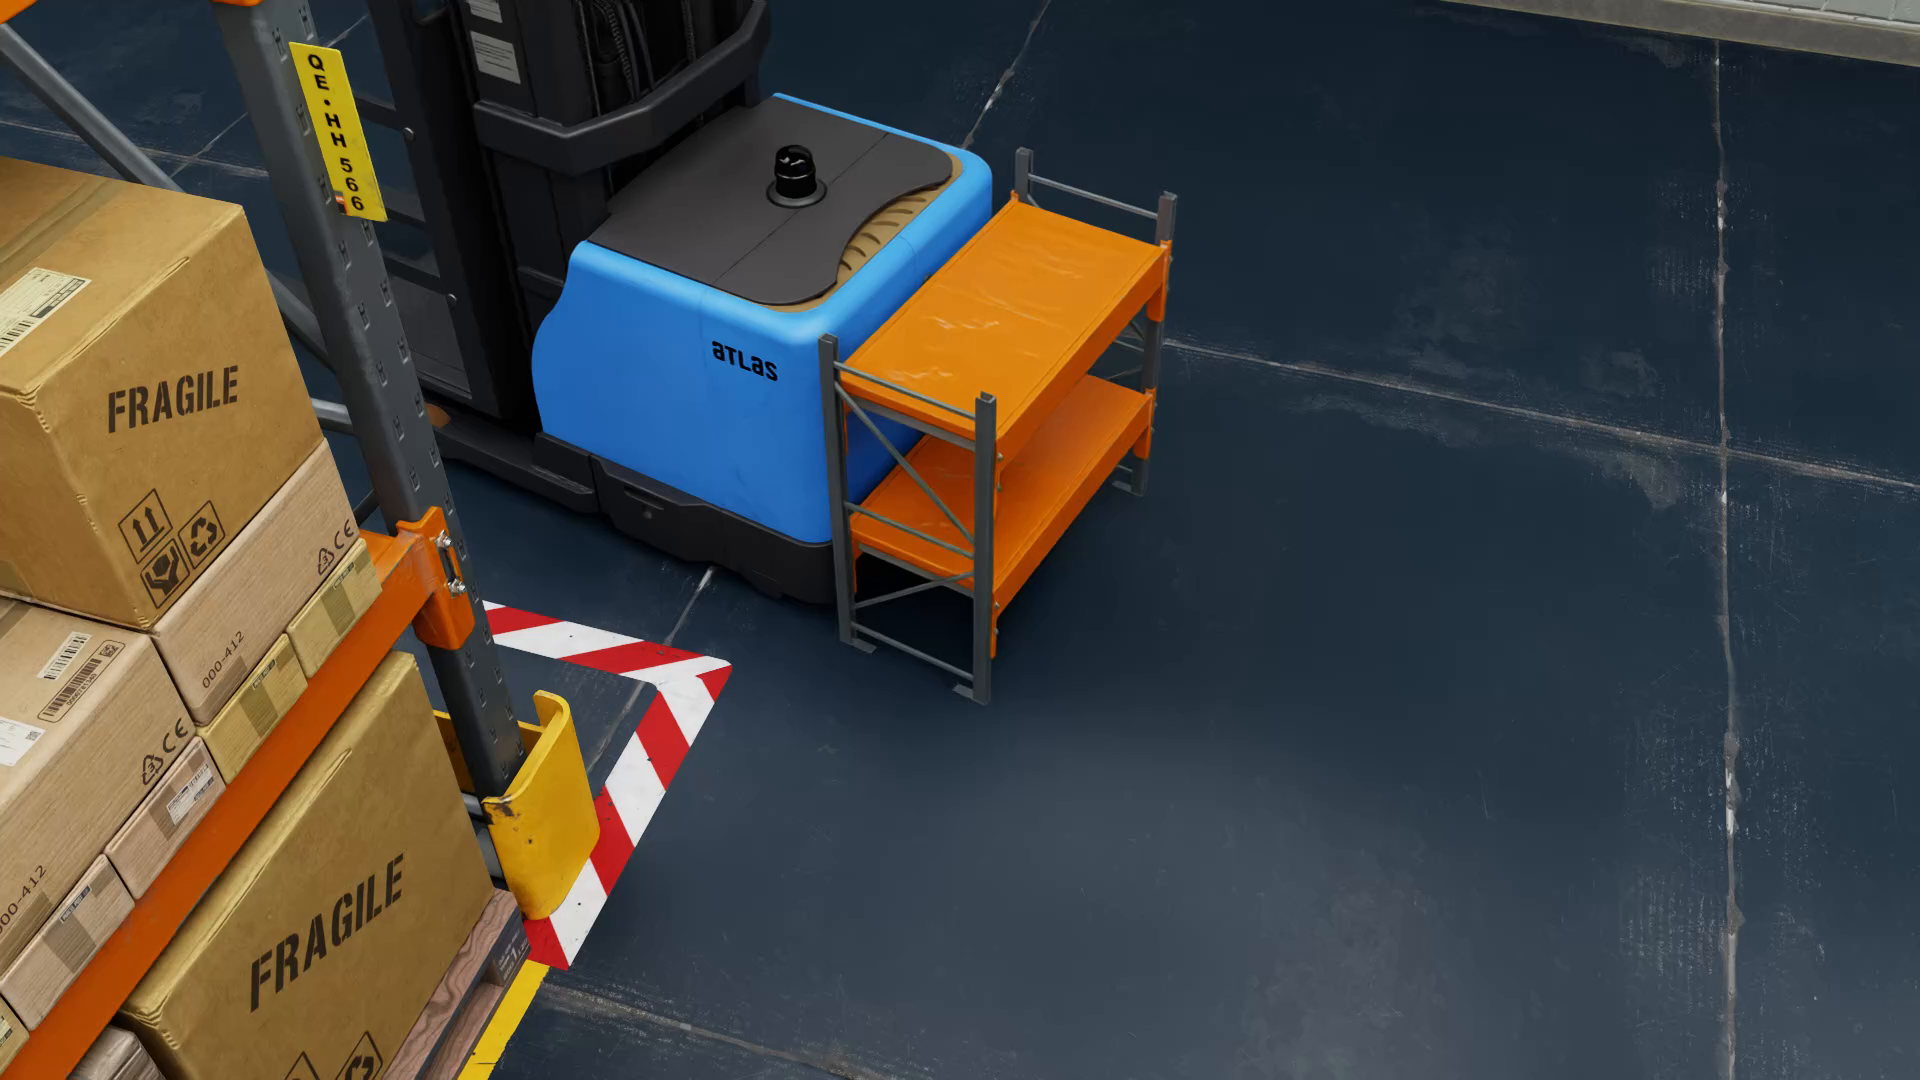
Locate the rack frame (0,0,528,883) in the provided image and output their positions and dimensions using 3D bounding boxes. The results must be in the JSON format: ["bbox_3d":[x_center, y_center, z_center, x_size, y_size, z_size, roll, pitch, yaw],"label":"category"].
[{"bbox_3d":[-1.562,-0.309,3.421,1.000,3.000,0.127,13,46,13],"label":"rack frame"}]

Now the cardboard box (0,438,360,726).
[{"bbox_3d":[-1.456,0.018,2.982,0.500,0.250,0.500,12,46,12],"label":"cardboard box"}]

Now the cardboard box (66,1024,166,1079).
[{"bbox_3d":[-1.955,1.350,2.944,0.875,0.875,0.875,13,46,13],"label":"cardboard box"}]

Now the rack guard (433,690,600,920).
[{"bbox_3d":[-1.555,0.568,4.312,1.175,0.500,0.348,13,46,13],"label":"rack guard"}]

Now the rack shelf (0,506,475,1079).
[{"bbox_3d":[-2.168,1.281,2.310,1.077,0.370,4.000,13,46,13],"label":"rack shelf"}]

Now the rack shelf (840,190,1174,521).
[{"bbox_3d":[0.124,-0.538,4.577,0.538,0.278,1.000,22,49,21],"label":"rack shelf"}]

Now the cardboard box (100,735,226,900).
[{"bbox_3d":[-1.511,0.429,2.846,0.380,0.149,0.250,13,46,13],"label":"cardboard box"}]

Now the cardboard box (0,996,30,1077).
[{"bbox_3d":[-1.664,0.769,2.499,0.380,0.149,0.250,12,46,12],"label":"cardboard box"}]

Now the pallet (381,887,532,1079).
[{"bbox_3d":[-1.730,1.237,3.835,1.003,0.211,1.213,13,46,13],"label":"pallet"}]

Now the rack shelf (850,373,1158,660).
[{"bbox_3d":[0.124,-0.154,4.953,0.538,0.278,1.000,22,49,21],"label":"rack shelf"}]

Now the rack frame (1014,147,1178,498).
[{"bbox_3d":[0.382,-0.635,5.095,0.500,1.125,0.032,22,49,21],"label":"rack frame"}]

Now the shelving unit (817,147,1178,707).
[{"bbox_3d":[0.124,-0.329,4.782,0.538,1.125,1.048,22,49,21],"label":"shelving unit"}]

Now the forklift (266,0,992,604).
[{"bbox_3d":[-1.423,-1.628,4.818,3.031,2.935,1.130,22,49,21],"label":"forklift"}]

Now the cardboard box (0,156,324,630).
[{"bbox_3d":[-1.459,-0.249,2.718,0.500,0.500,0.500,13,46,13],"label":"cardboard box"}]

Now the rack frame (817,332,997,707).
[{"bbox_3d":[-0.134,-0.023,4.469,0.500,1.125,0.032,22,49,21],"label":"rack frame"}]

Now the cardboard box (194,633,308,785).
[{"bbox_3d":[-1.433,0.262,3.018,0.380,0.149,0.250,13,46,13],"label":"cardboard box"}]

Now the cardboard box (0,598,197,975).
[{"bbox_3d":[-1.610,0.356,2.637,0.500,0.250,0.500,12,46,12],"label":"cardboard box"}]

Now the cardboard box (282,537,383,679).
[{"bbox_3d":[-1.356,0.088,3.195,0.380,0.149,0.250,13,46,13],"label":"cardboard box"}]

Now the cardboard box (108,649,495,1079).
[{"bbox_3d":[-1.680,0.744,3.564,0.875,0.875,0.875,13,46,13],"label":"cardboard box"}]

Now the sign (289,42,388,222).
[{"bbox_3d":[-1.049,-0.683,2.806,0.100,0.325,0.005,13,46,13],"label":"sign"}]

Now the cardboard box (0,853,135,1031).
[{"bbox_3d":[-1.587,0.596,2.676,0.380,0.149,0.250,13,46,13],"label":"cardboard box"}]
